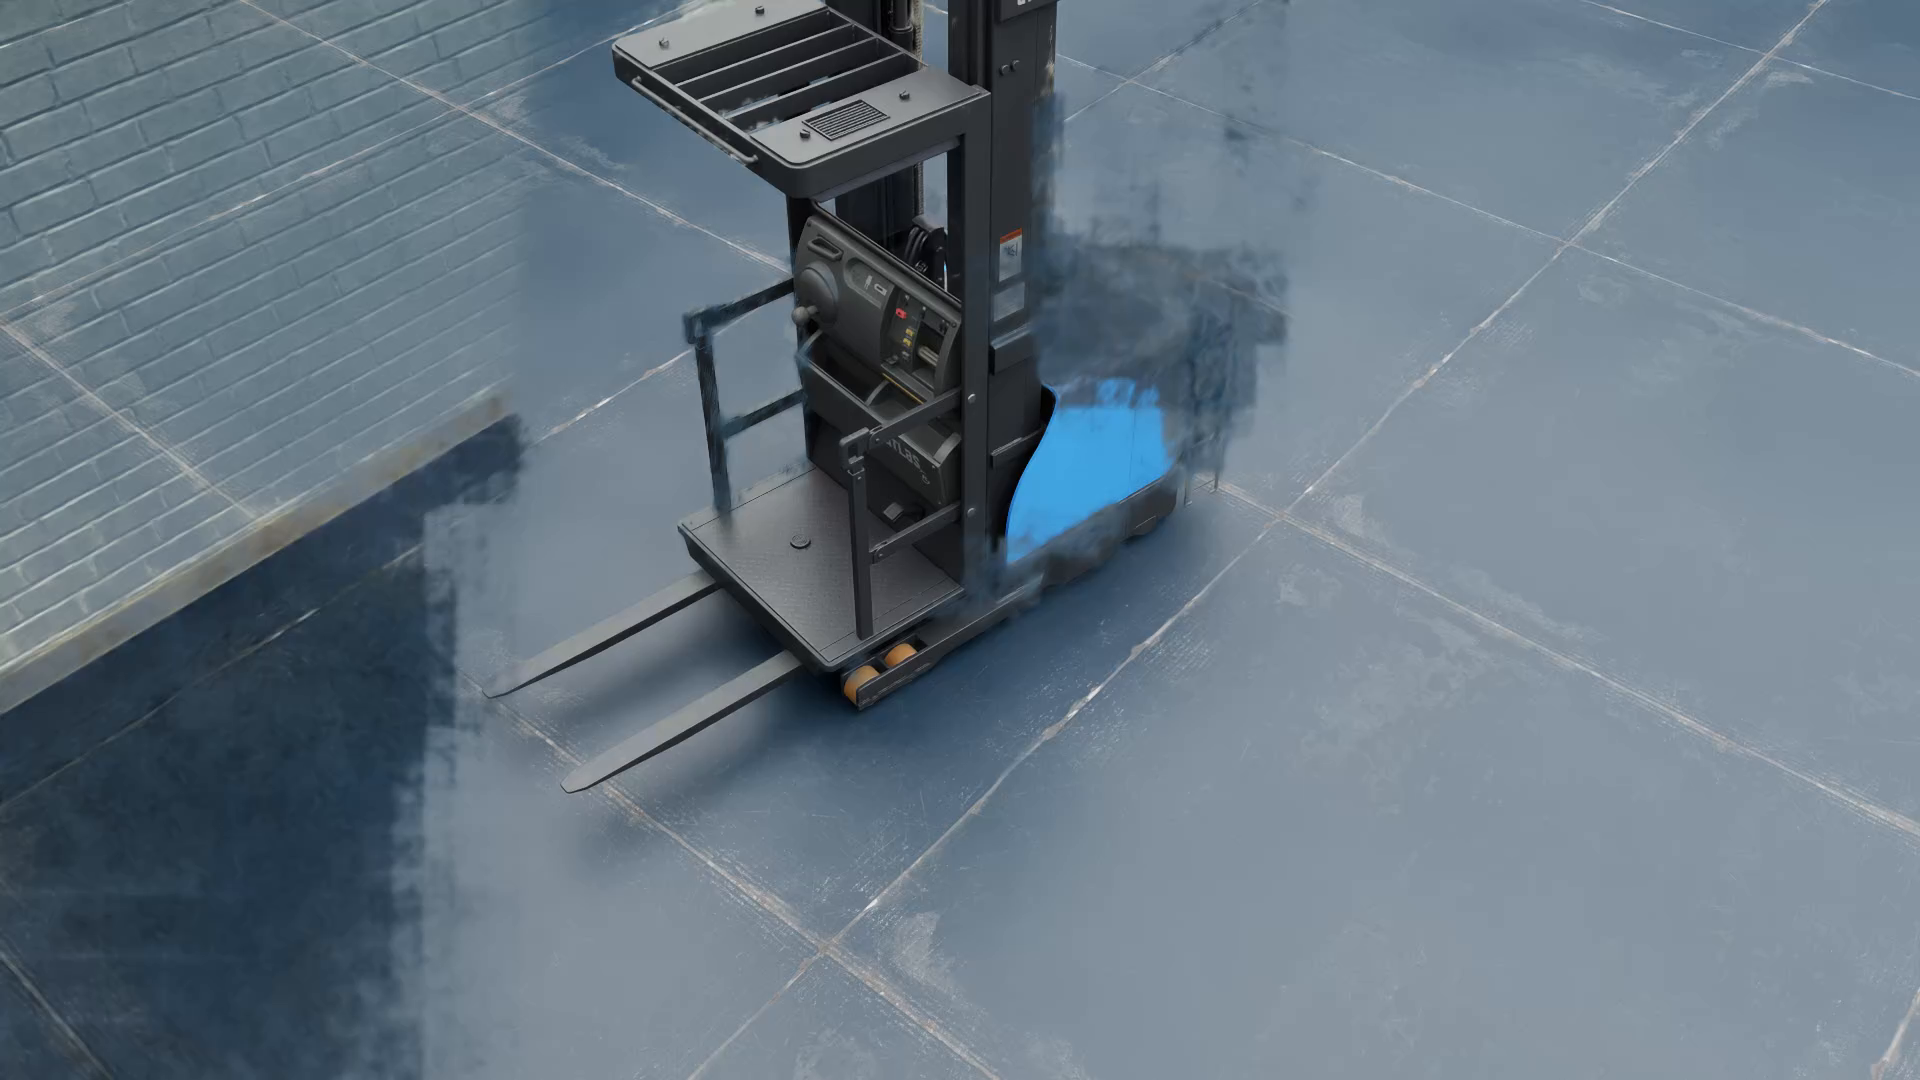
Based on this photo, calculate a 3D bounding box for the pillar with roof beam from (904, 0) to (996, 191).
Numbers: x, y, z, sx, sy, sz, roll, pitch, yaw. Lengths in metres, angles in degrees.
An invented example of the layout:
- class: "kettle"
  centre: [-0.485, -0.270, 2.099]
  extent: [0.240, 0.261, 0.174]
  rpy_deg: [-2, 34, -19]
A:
- class: "pillar with roof beam"
  centre: [-4.677, -6.901, 8.333]
  extent: [9.100, 9.000, 0.400]
  rpy_deg: [29, 50, 28]
